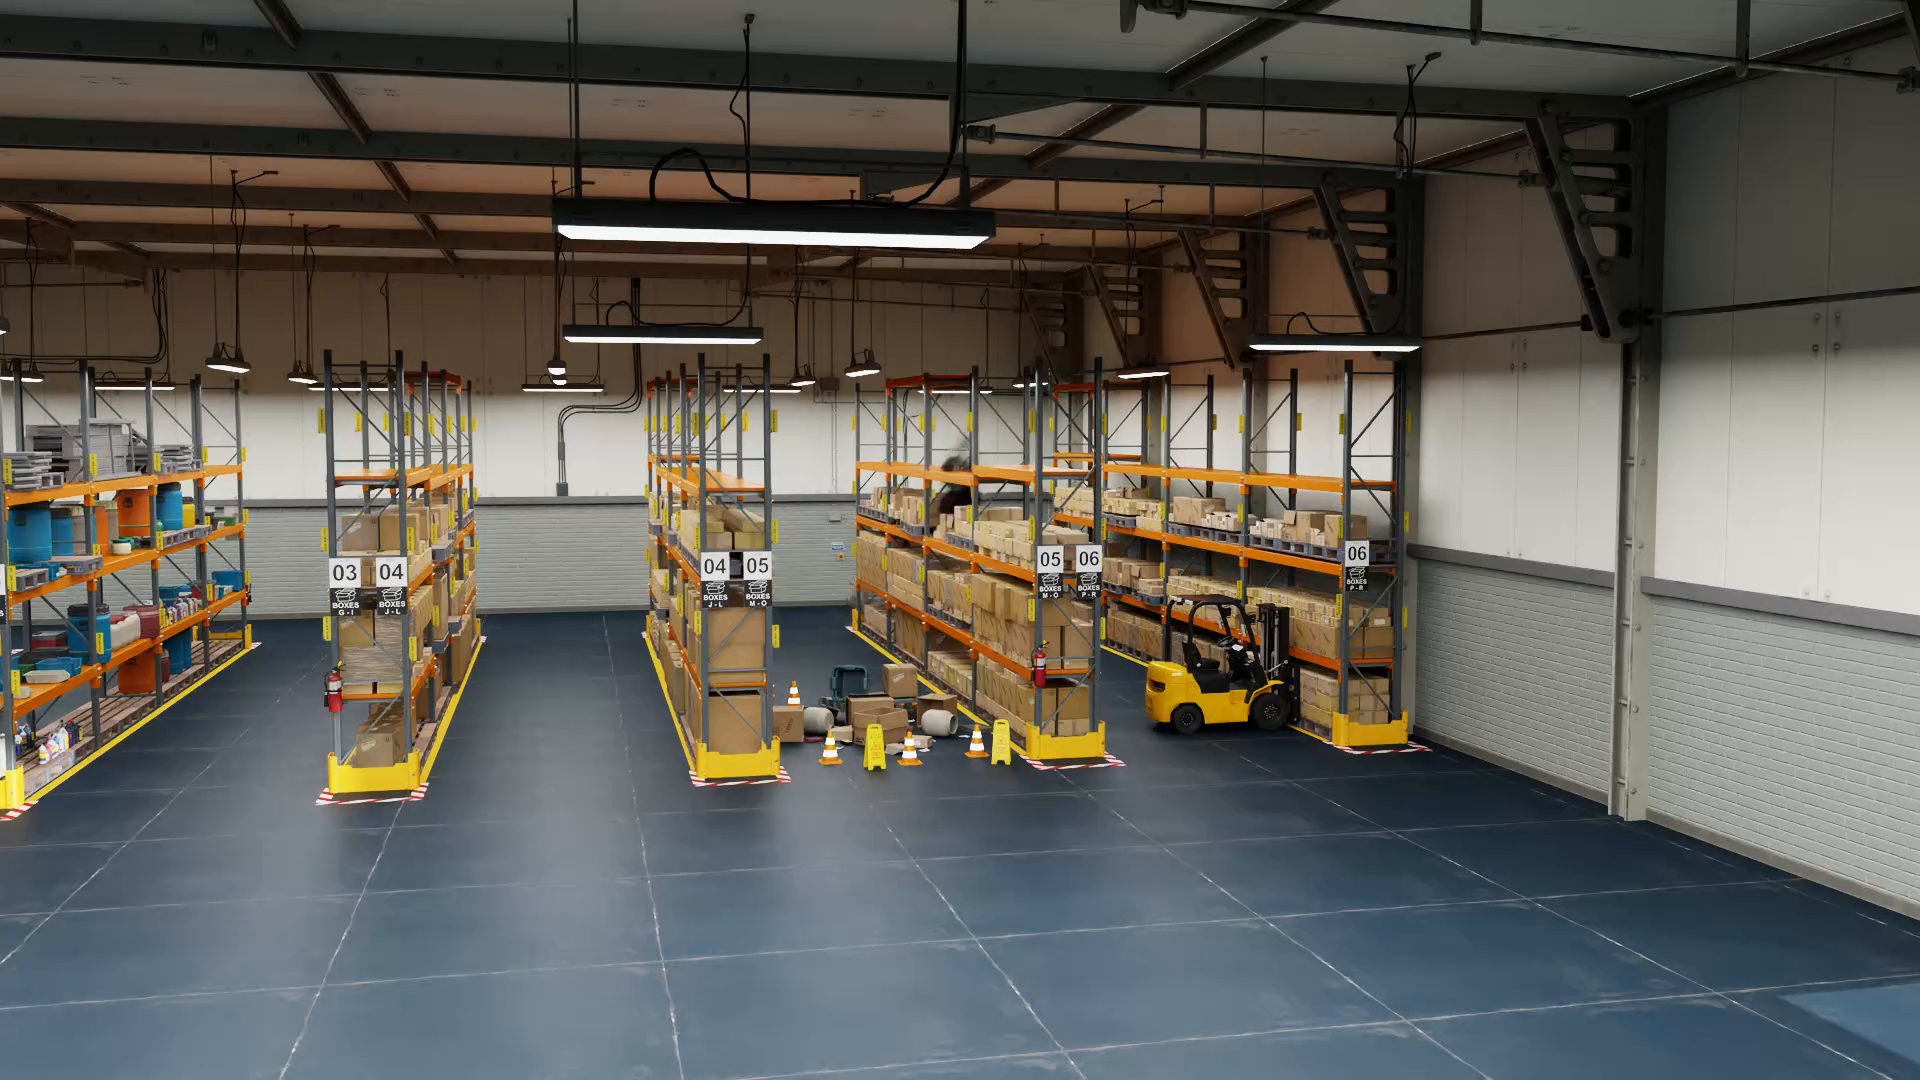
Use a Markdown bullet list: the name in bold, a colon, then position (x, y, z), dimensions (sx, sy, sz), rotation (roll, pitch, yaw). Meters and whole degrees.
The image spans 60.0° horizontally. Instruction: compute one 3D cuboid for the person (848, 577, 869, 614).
- **person**: position (-2.474, 1.256, 41.752), dimensions (0.633, 1.678, 0.674), rotation (-1, 4, -12)
